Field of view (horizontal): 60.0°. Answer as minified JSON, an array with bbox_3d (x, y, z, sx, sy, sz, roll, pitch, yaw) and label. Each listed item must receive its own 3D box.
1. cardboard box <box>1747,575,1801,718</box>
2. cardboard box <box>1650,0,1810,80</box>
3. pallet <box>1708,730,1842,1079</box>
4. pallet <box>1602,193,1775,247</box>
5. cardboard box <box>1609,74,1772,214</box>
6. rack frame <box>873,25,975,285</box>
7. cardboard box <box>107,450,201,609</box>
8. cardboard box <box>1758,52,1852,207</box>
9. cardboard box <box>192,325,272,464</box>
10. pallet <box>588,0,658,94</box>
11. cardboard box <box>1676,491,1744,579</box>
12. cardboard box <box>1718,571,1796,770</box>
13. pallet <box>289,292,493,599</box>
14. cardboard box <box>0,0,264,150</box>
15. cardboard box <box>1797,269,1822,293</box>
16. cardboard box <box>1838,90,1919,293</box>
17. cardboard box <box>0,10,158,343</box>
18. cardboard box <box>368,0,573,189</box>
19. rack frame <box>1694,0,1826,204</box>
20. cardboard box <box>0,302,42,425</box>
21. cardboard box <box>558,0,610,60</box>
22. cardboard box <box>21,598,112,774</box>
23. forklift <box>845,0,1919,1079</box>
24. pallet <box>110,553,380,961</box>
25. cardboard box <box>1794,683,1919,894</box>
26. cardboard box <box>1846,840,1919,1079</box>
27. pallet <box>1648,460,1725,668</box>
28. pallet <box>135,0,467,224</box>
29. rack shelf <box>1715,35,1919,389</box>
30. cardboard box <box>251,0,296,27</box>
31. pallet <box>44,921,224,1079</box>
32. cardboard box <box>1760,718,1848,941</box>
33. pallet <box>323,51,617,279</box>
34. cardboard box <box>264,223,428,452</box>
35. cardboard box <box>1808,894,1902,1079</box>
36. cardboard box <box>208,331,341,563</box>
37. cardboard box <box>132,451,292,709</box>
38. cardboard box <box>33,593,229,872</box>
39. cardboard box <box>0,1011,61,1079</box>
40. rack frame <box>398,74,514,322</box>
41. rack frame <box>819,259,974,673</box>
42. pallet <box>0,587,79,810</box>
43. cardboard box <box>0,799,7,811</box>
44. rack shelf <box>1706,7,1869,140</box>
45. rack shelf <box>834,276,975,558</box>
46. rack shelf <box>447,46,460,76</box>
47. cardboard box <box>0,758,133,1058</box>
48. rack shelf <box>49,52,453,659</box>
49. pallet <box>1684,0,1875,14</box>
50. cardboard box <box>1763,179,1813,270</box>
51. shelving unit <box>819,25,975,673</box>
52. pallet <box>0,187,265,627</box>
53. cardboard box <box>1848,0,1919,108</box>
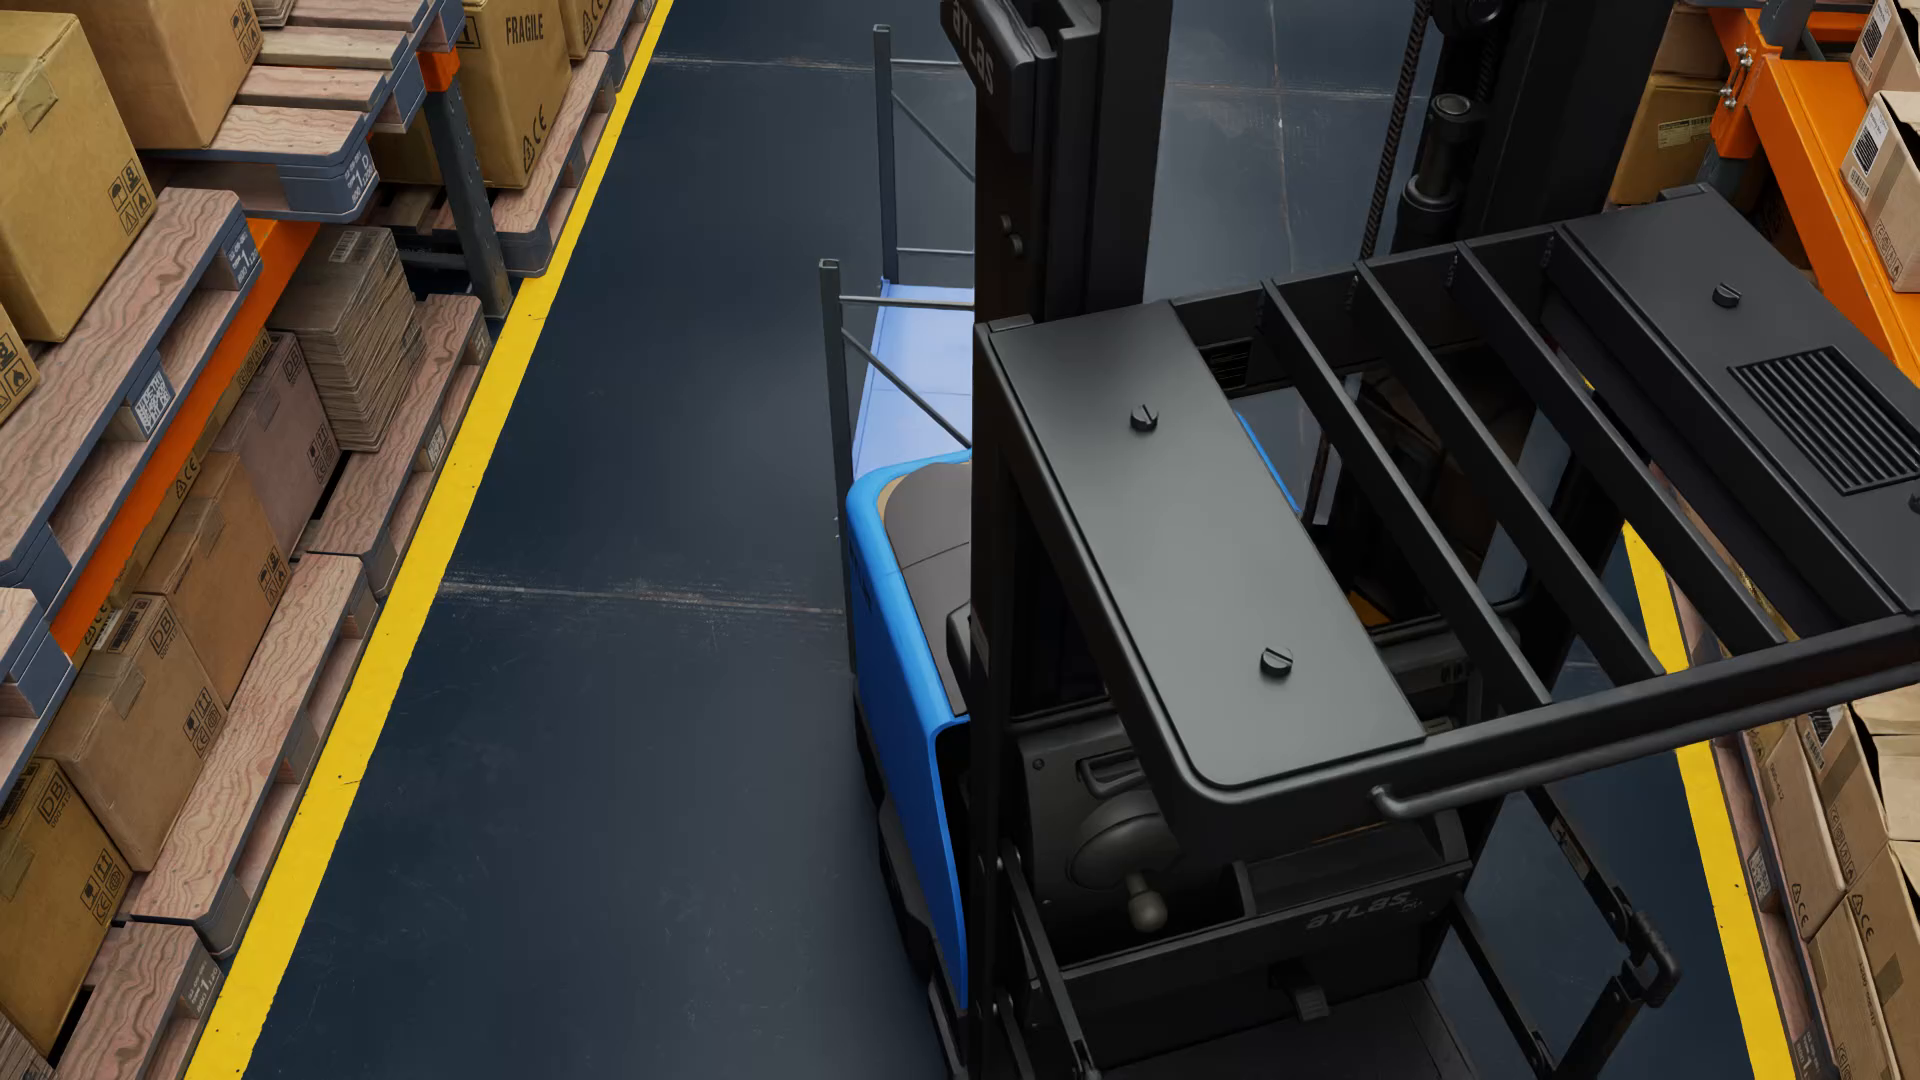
[{"bbox_3d":[2.379,0.178,4.254,0.500,0.311,0.500,3,48,2],"label":"cardboard box"},{"bbox_3d":[2.660,-1.848,5.795,0.500,0.250,0.500,6,48,5],"label":"cardboard box"},{"bbox_3d":[2.580,0.892,4.291,1.003,0.211,1.213,4,48,4],"label":"pallet"},{"bbox_3d":[2.913,-1.151,6.159,1.003,0.211,1.213,4,48,4],"label":"pallet"},{"bbox_3d":[2.659,-1.554,6.034,0.500,0.500,0.500,6,48,5],"label":"cardboard box"},{"bbox_3d":[0.017,-0.858,5.019,0.500,1.500,0.032,4,48,3],"label":"rack frame"},{"bbox_3d":[-2.296,-0.109,4.204,0.500,0.250,0.500,4,48,3],"label":"cardboard box"},{"bbox_3d":[3.175,-1.551,6.032,0.500,0.500,0.500,2,48,2],"label":"cardboard box"},{"bbox_3d":[-2.254,-0.487,4.550,0.500,0.250,0.500,5,48,4],"label":"cardboard box"},{"bbox_3d":[-1.866,-2.403,7.305,1.003,0.211,1.213,4,48,4],"label":"pallet"},{"bbox_3d":[2.422,-0.025,4.819,0.500,0.250,0.500,3,48,2],"label":"cardboard box"},{"bbox_3d":[2.381,0.357,4.469,0.500,0.250,0.500,3,48,2],"label":"cardboard box"},{"bbox_3d":[-2.199,-0.361,5.437,1.003,0.211,1.213,4,48,4],"label":"pallet"},{"bbox_3d":[-2.183,-1.300,4.040,0.700,0.500,0.500,0,48,0],"label":"cardboard box"},{"bbox_3d":[2.467,-0.584,4.950,0.500,0.311,0.500,5,48,5],"label":"cardboard box"},{"bbox_3d":[2.533,-0.872,4.075,0.500,0.311,0.500,3,48,3],"label":"cardboard box"},{"bbox_3d":[-2.250,-0.795,3.579,0.700,0.500,0.500,4,48,4],"label":"cardboard box"},{"bbox_3d":[-1.929,-1.824,6.058,0.750,0.750,0.750,3,48,3],"label":"cardboard box"},{"bbox_3d":[2.807,-1.546,4.631,1.000,3.000,0.127,4,48,4],"label":"rack frame"},{"bbox_3d":[-2.323,-0.387,3.205,0.700,0.500,0.500,10,48,9],"label":"cardboard box"},{"bbox_3d":[-1.842,-2.467,6.646,0.750,0.750,0.750,4,48,3],"label":"cardboard box"},{"bbox_3d":[-2.360,0.257,3.870,0.500,0.250,0.500,3,48,2],"label":"cardboard box"},{"bbox_3d":[0.623,0.519,2.789,1.130,2.935,3.031,-12,49,-11],"label":"forklift"},{"bbox_3d":[-2.313,0.533,4.619,1.003,0.211,1.213,4,48,4],"label":"pallet"},{"bbox_3d":[2.333,0.555,3.908,0.500,0.311,0.500,3,48,3],"label":"cardboard box"},{"bbox_3d":[2.283,0.924,3.571,0.500,0.311,0.500,4,48,3],"label":"cardboard box"},{"bbox_3d":[2.693,-0.002,5.109,1.003,0.211,1.213,4,48,4],"label":"pallet"},{"bbox_3d":[-2.085,-1.281,4.518,1.213,0.211,1.003,4,48,4],"label":"pallet"},{"bbox_3d":[2.625,0.167,3.552,1.077,0.370,4.000,4,48,4],"label":"rack shelf"},{"bbox_3d":[-2.159,-1.712,4.417,0.700,0.500,0.500,-1,48,-1],"label":"cardboard box"},{"bbox_3d":[-2.421,1.432,3.797,1.003,0.211,1.213,4,48,4],"label":"pallet"},{"bbox_3d":[2.334,0.734,4.124,0.500,0.250,0.500,5,48,4],"label":"cardboard box"},{"bbox_3d":[-1.979,-1.509,6.487,1.003,0.211,1.213,4,48,4],"label":"pallet"},{"bbox_3d":[-2.140,-0.648,5.206,0.700,0.500,0.500,4,48,4],"label":"cardboard box"},{"bbox_3d":[2.286,1.108,3.783,0.500,0.250,0.500,5,48,4],"label":"cardboard box"},{"bbox_3d":[-2.303,-0.278,4.867,0.700,0.500,0.500,4,48,3],"label":"cardboard box"},{"bbox_3d":[-2.320,0.089,4.531,0.700,0.500,0.500,4,48,3],"label":"cardboard box"},{"bbox_3d":[-2.356,0.461,4.191,0.700,0.500,0.500,4,48,4],"label":"cardboard box"},{"bbox_3d":[-2.440,1.216,3.501,0.700,0.500,0.500,5,48,5],"label":"cardboard box"},{"bbox_3d":[-2.126,-1.876,4.933,1.000,3.000,0.127,4,48,4],"label":"rack frame"},{"bbox_3d":[-0.071,-0.111,4.335,0.500,1.500,0.032,4,48,3],"label":"rack frame"},{"bbox_3d":[-2.276,0.576,2.820,1.003,0.211,1.213,4,48,4],"label":"pallet"},{"bbox_3d":[-2.404,0.639,3.520,0.500,0.250,0.500,3,48,3],"label":"cardboard box"},{"bbox_3d":[2.989,-2.773,6.241,1.077,0.370,4.000,4,48,4],"label":"rack shelf"},{"bbox_3d":[-0.027,-0.363,4.810,0.538,0.185,1.000,4,48,3],"label":"rack shelf"},{"bbox_3d":[-1.944,-3.103,6.543,1.077,0.370,4.000,4,48,4],"label":"rack shelf"},{"bbox_3d":[-2.443,0.833,3.851,0.700,0.500,0.500,3,48,3],"label":"cardboard box"},{"bbox_3d":[-2.308,-0.164,3.854,1.077,0.370,4.000,4,48,4],"label":"rack shelf"},{"bbox_3d":[2.799,-1.984,5.162,1.213,0.211,1.003,4,48,4],"label":"pallet"},{"bbox_3d":[3.133,-1.166,5.679,0.500,0.500,0.500,6,48,5],"label":"cardboard box"},{"bbox_3d":[-0.027,-0.485,4.677,0.538,1.500,1.048,4,48,3],"label":"shelving unit"},{"bbox_3d":[-2.266,-0.354,3.671,1.003,0.211,1.213,4,48,4],"label":"pallet"},{"bbox_3d":[2.731,-1.251,4.422,0.500,0.311,0.500,7,48,6],"label":"cardboard box"}]
